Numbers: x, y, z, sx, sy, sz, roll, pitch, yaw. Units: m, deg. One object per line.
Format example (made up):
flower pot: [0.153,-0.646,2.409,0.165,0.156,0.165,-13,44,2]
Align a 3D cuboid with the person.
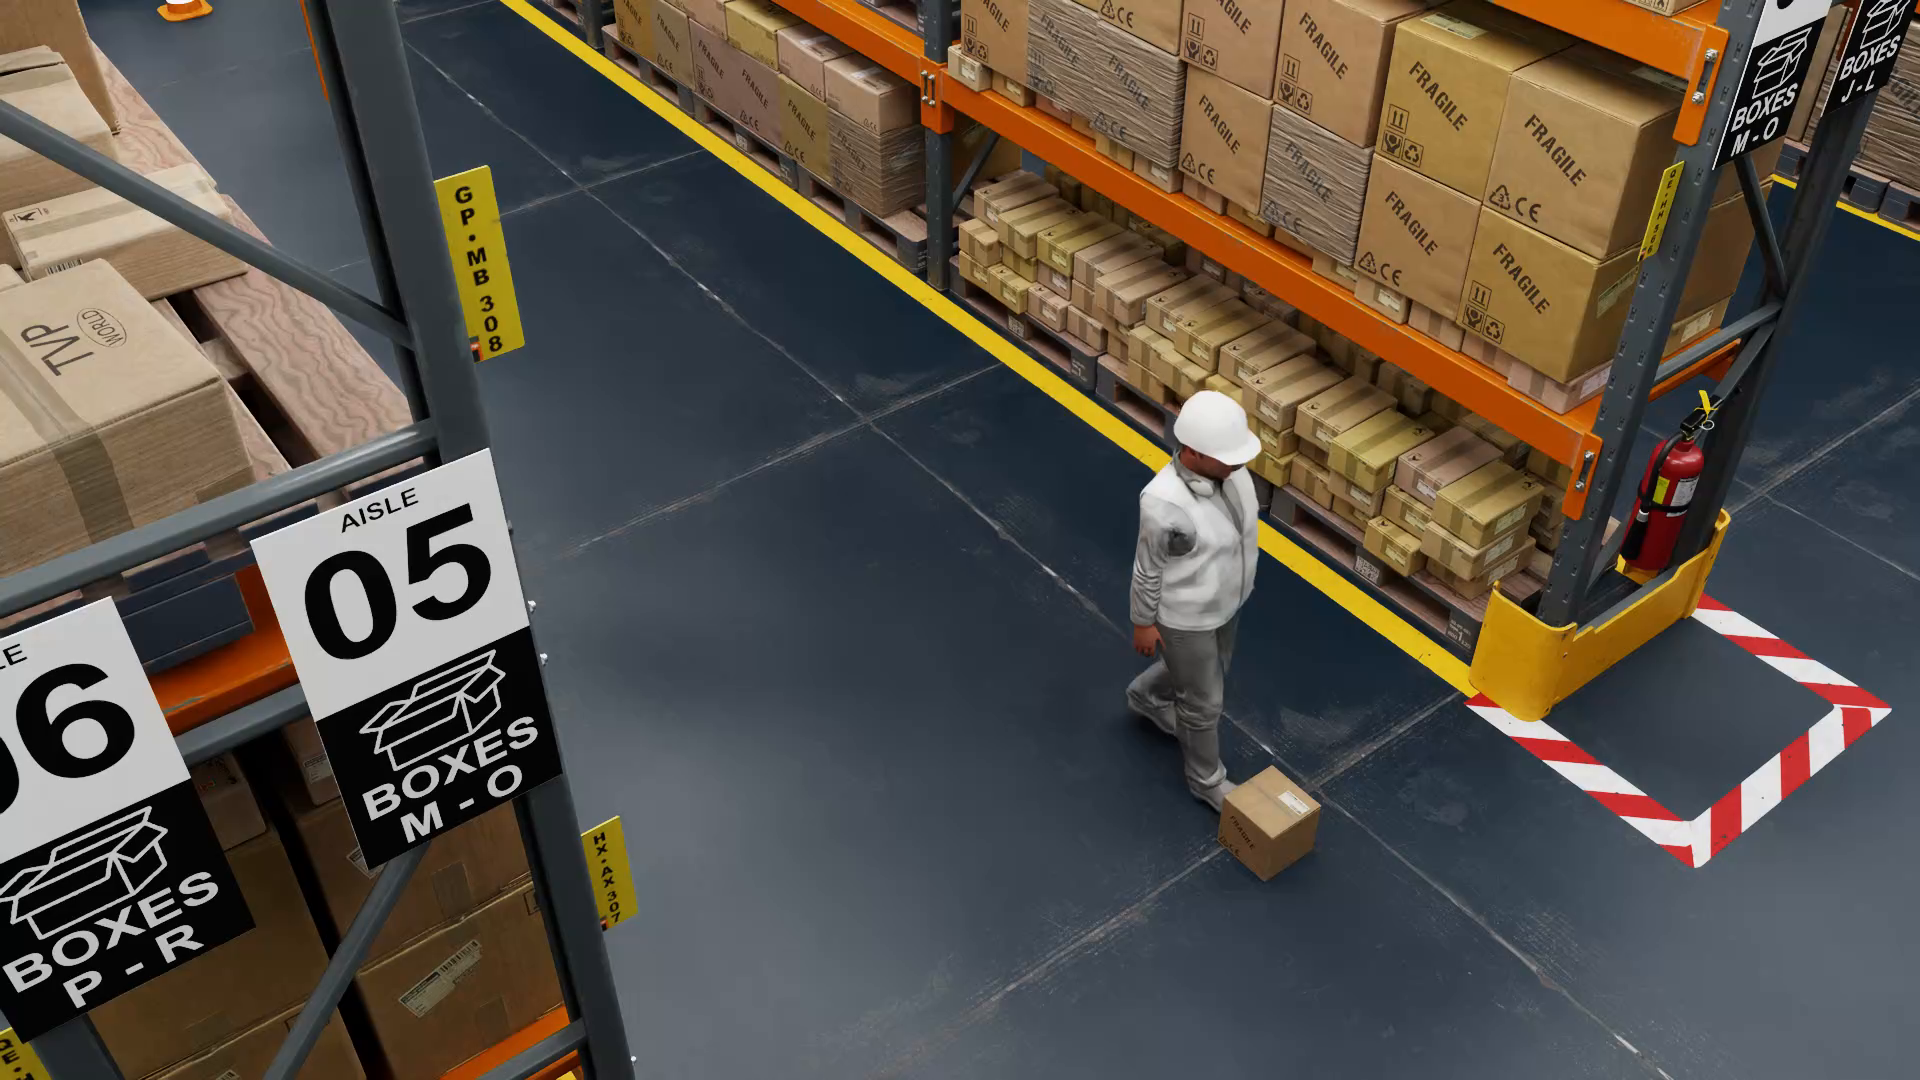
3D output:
person: [0.877,0.215,5.870,0.698,1.768,0.561,25,46,27]
